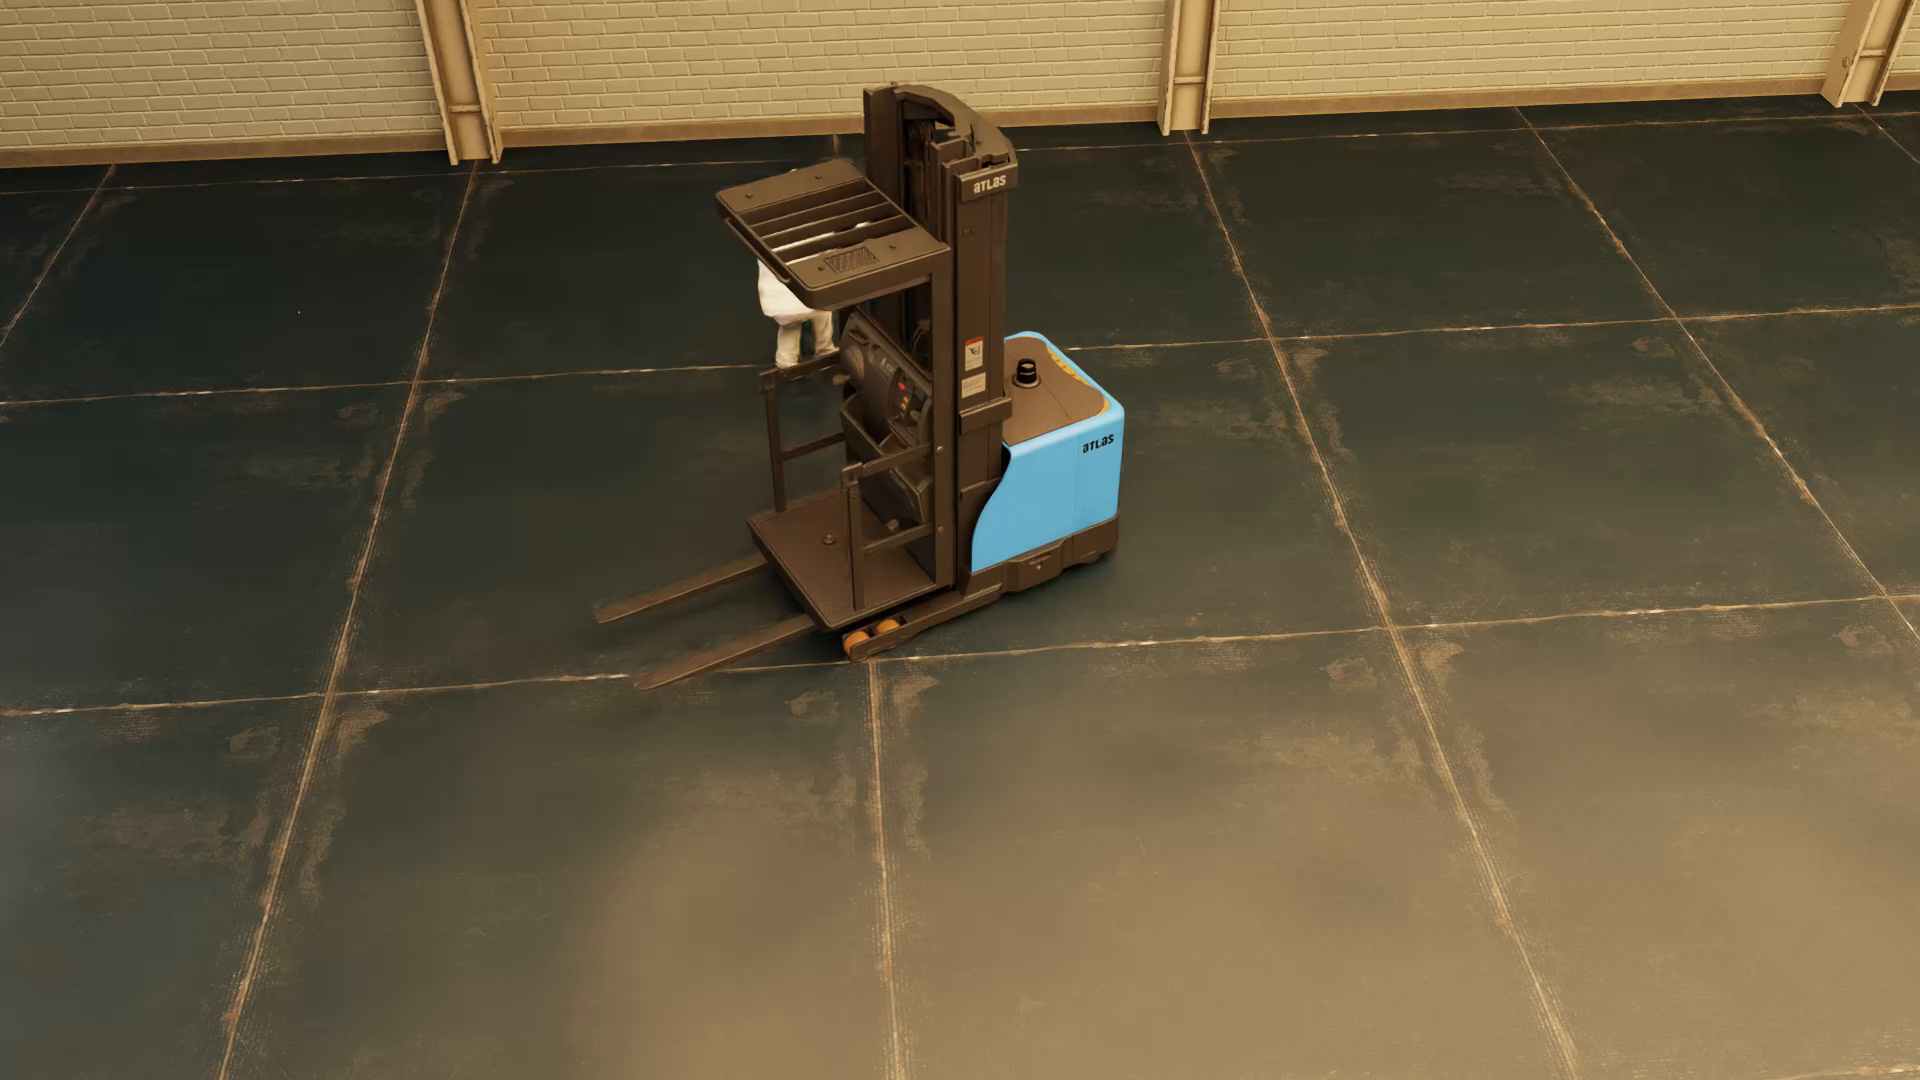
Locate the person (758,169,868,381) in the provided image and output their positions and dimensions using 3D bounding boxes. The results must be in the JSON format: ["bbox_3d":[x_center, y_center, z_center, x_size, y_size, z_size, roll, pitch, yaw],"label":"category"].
[{"bbox_3d":[-0.968,-1.833,11.181,0.811,1.479,1.049,10,42,11],"label":"person"}]

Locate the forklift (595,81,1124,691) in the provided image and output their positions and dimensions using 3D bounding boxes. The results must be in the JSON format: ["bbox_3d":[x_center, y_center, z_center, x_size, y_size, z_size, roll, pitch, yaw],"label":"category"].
[{"bbox_3d":[-0.582,-0.825,8.903,3.031,2.935,1.130,-21,45,-23],"label":"forklift"}]
